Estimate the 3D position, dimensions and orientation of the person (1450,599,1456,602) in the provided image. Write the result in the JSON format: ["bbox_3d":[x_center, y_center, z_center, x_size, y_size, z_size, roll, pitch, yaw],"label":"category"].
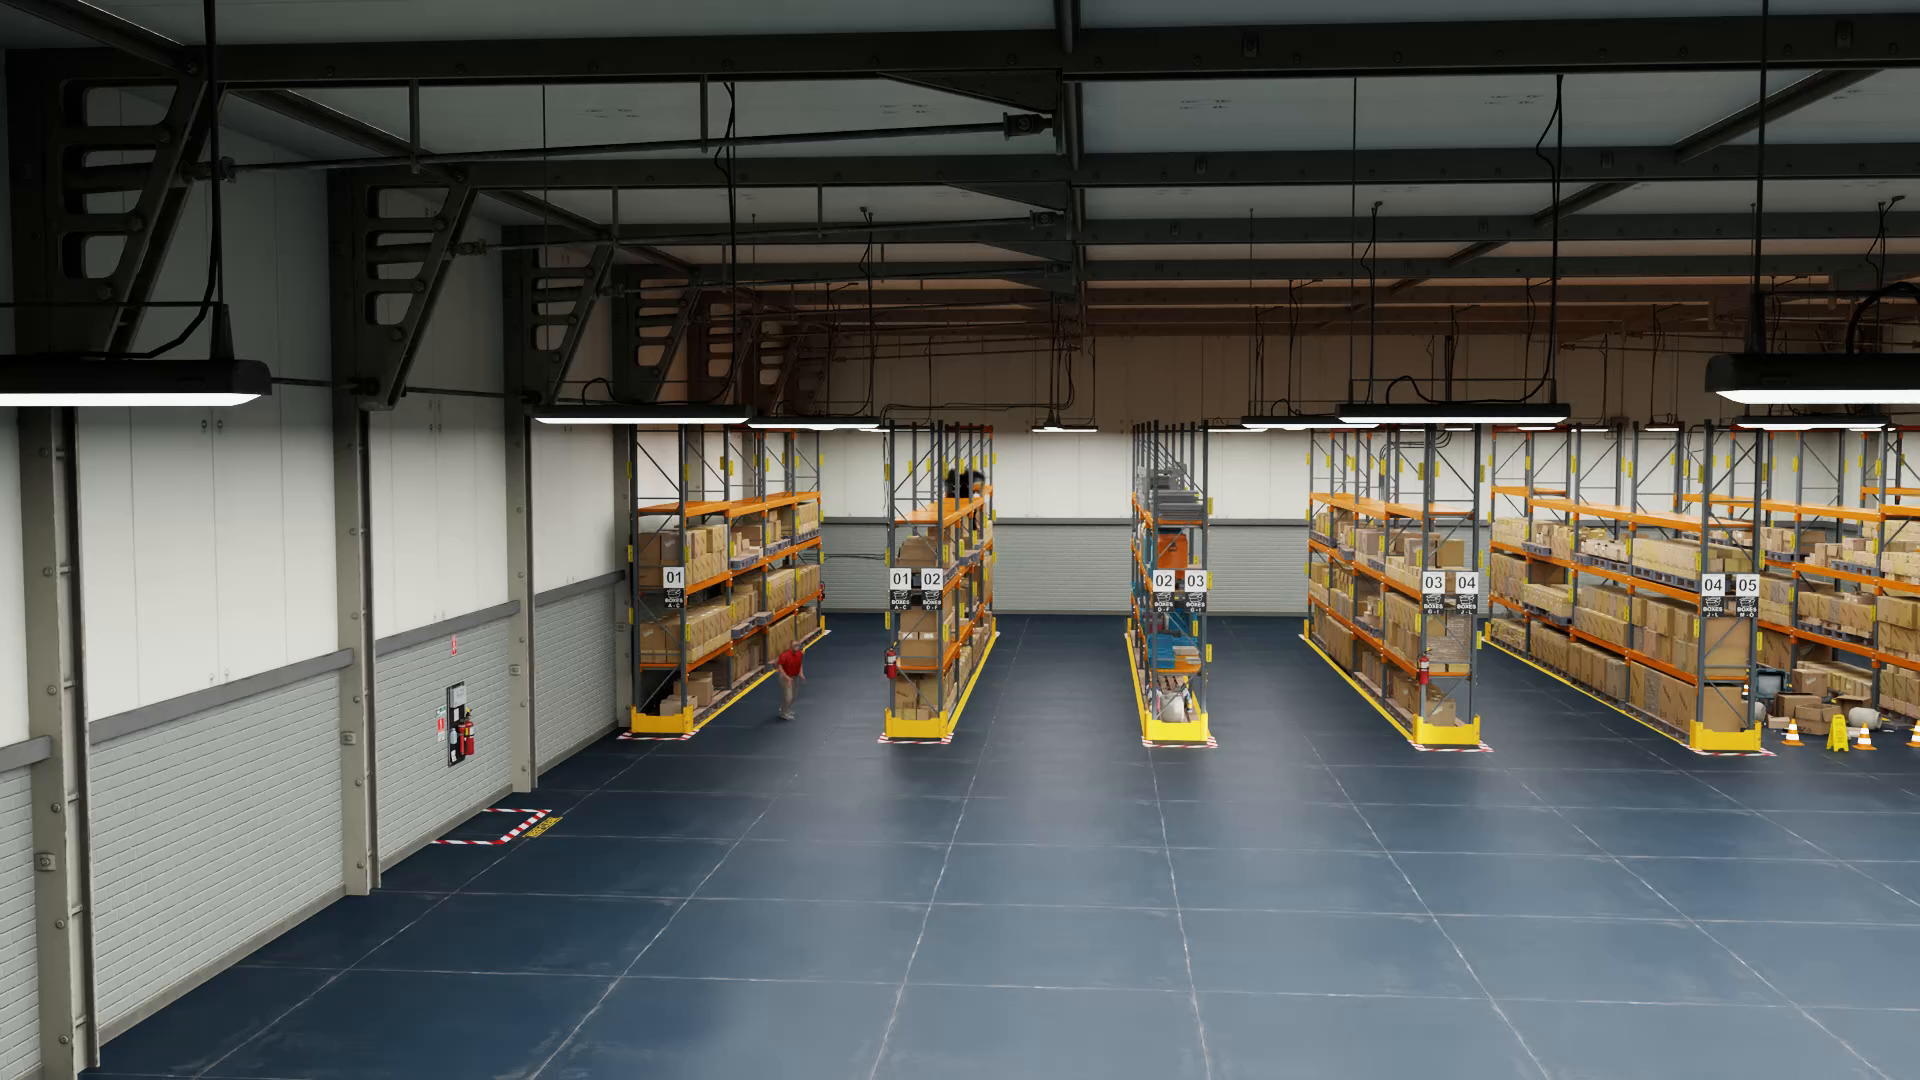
[{"bbox_3d":[12.907,2.069,44.269,0.787,1.694,0.695,1,4,18],"label":"person"}]

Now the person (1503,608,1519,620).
[{"bbox_3d":[15.737,1.914,47.239,0.631,1.657,0.620,0,4,5],"label":"person"}]

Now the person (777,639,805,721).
[{"bbox_3d":[-3.470,2.794,33.422,0.788,1.667,0.663,3,5,42],"label":"person"}]
